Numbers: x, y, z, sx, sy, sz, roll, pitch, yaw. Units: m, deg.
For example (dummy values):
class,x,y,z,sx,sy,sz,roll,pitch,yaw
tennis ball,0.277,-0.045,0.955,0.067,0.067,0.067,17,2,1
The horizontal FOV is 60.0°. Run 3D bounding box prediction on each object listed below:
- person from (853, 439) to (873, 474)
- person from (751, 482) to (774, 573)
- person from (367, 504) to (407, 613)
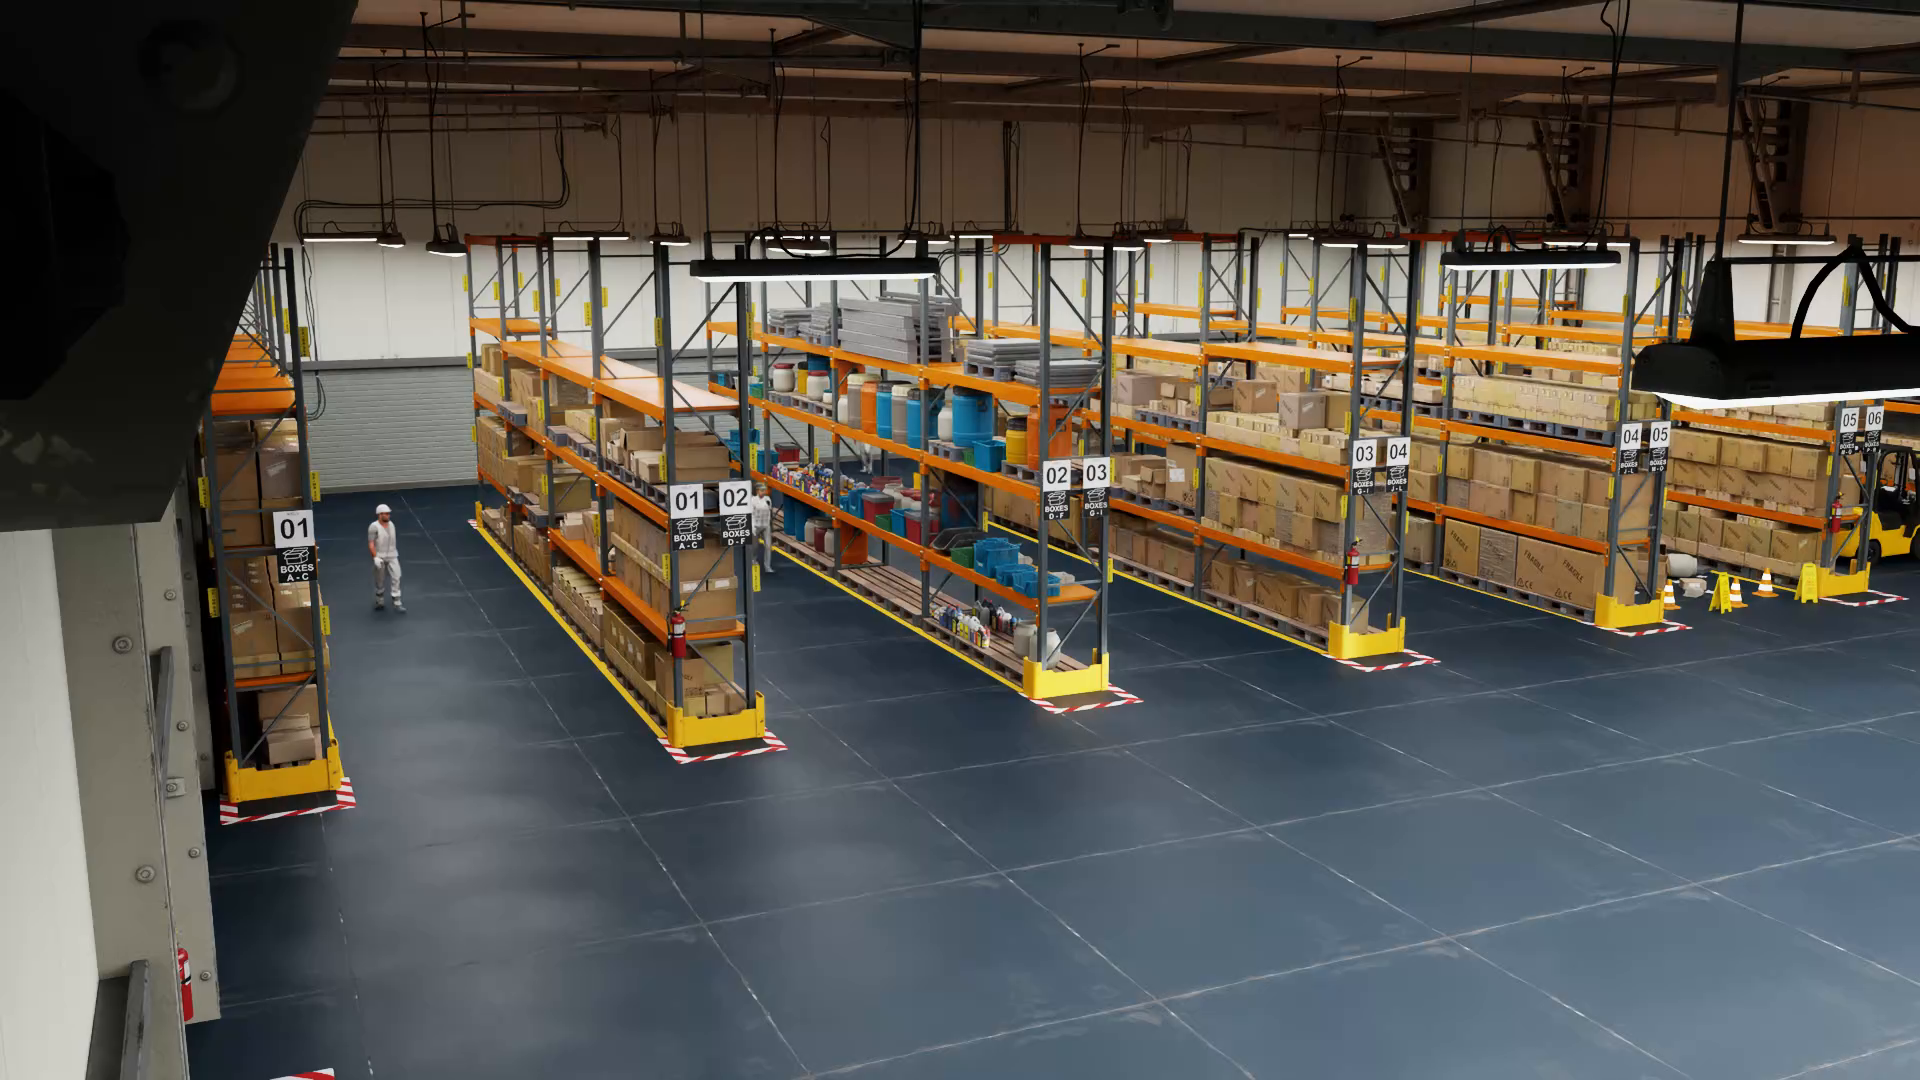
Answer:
class,x,y,z,sx,sy,sz,roll,pitch,yaw
person,-2.392,-2.549,41.622,0.559,1.797,0.479,5,12,24
person,-3.618,-0.251,30.119,0.494,1.632,0.962,-3,12,-17
person,-9.324,0.296,26.948,0.501,1.740,1.011,-6,13,-30
